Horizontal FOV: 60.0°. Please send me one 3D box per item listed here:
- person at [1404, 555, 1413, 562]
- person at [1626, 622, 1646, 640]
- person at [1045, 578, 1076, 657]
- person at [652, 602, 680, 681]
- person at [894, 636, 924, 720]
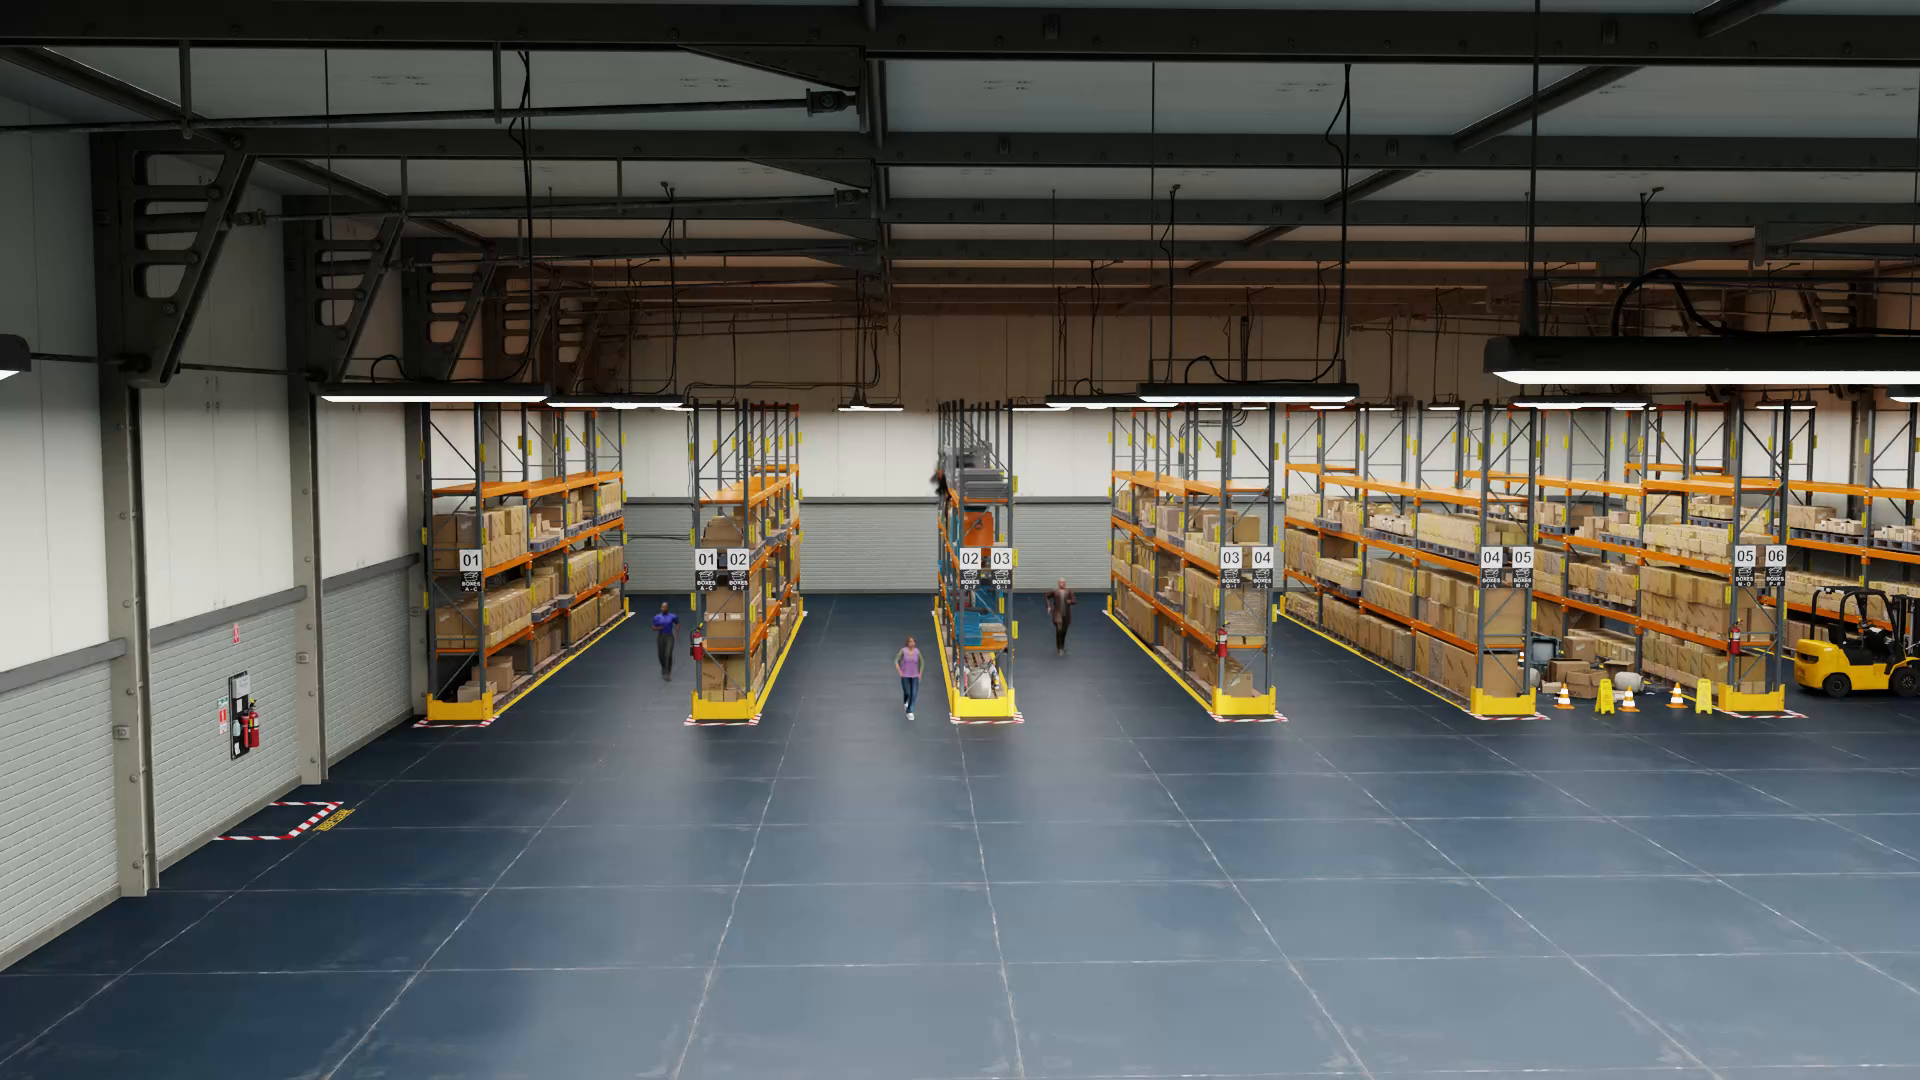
[{"bbox_3d":[13.155,1.155,49.123,0.662,1.679,0.688,1,4,9],"label":"person"},{"bbox_3d":[16.742,1.813,41.253,0.542,1.559,0.625,-1,4,-15],"label":"person"},{"bbox_3d":[2.413,1.817,39.610,0.681,1.836,0.910,-1,4,-14],"label":"person"},{"bbox_3d":[-6.343,2.155,35.832,0.575,1.645,0.938,0,4,-3],"label":"person"},{"bbox_3d":[-0.944,2.584,31.240,0.570,1.566,0.492,-1,4,-11],"label":"person"}]
